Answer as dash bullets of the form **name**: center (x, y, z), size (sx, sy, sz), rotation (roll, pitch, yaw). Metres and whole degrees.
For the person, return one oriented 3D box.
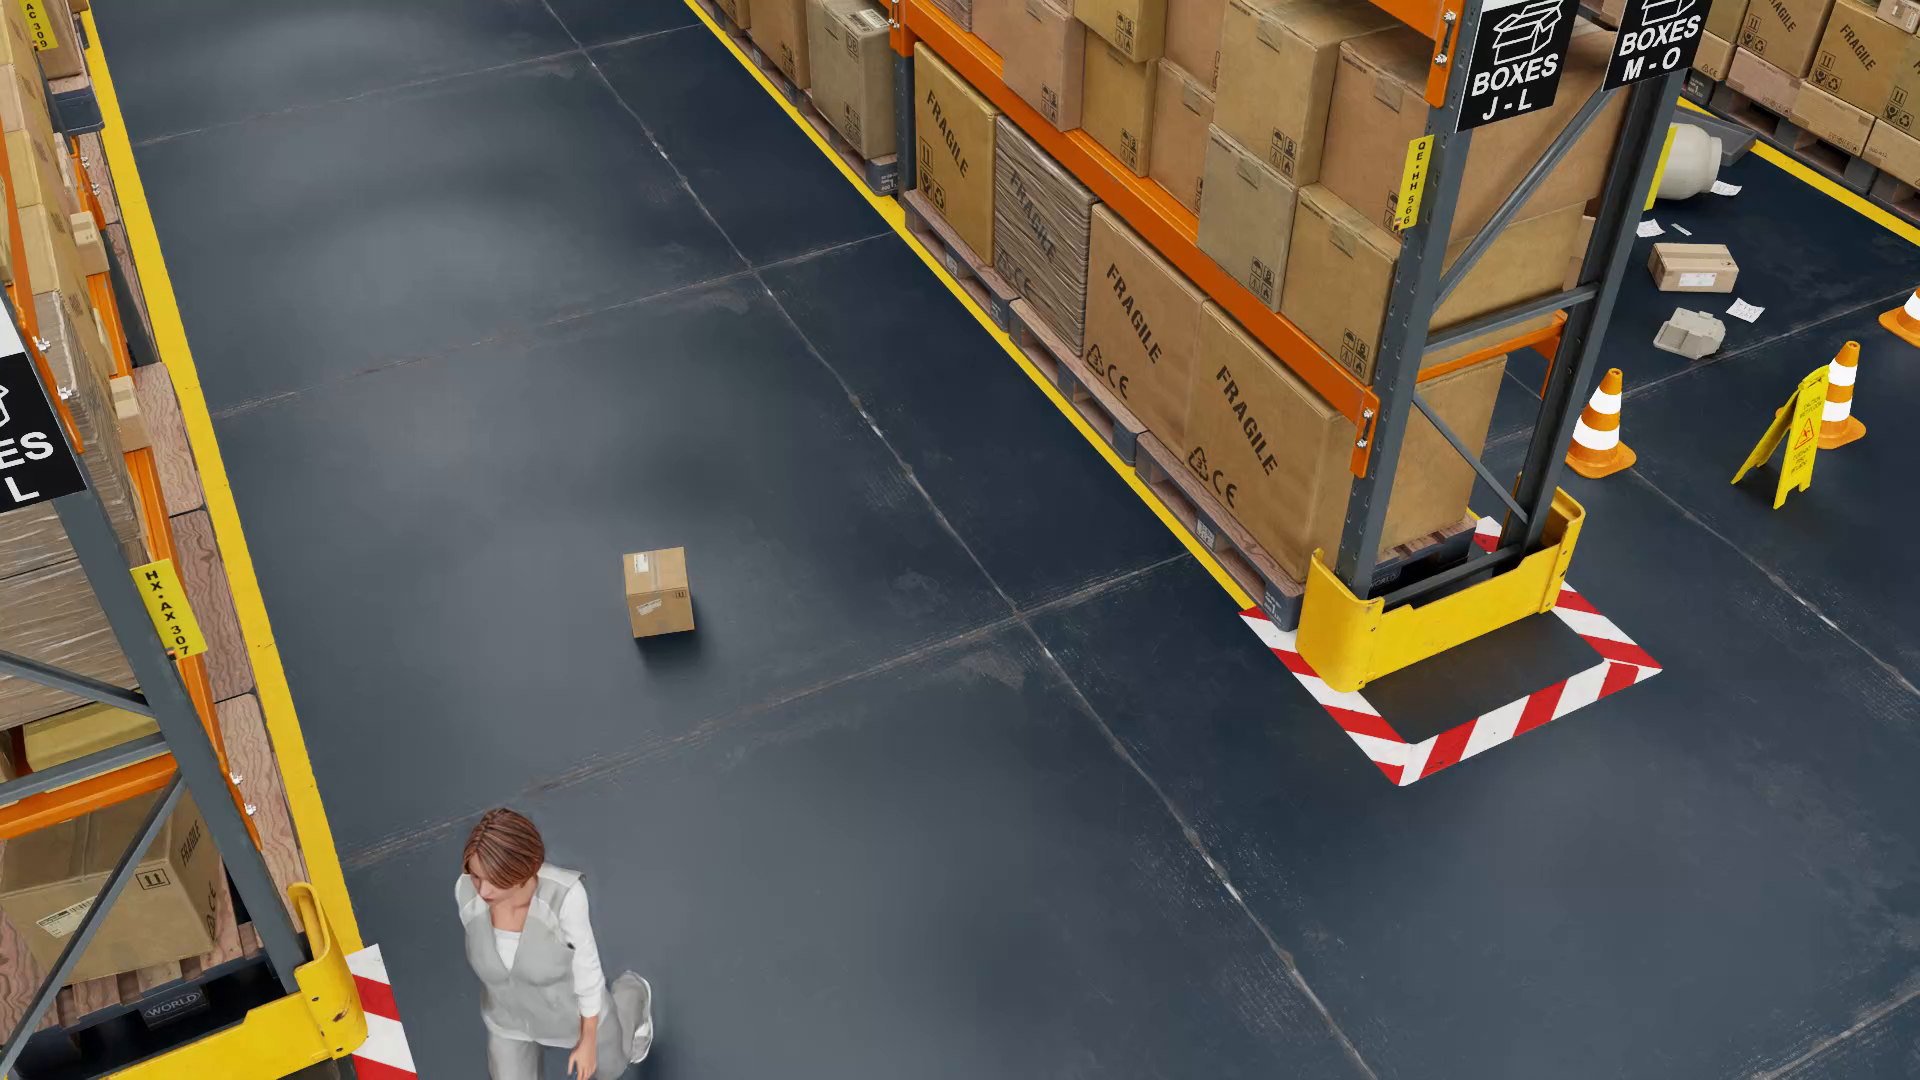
- **person**: center (-1.166, 1.294, 4.722), size (0.399, 1.533, 0.869), rotation (2, 42, 2)
